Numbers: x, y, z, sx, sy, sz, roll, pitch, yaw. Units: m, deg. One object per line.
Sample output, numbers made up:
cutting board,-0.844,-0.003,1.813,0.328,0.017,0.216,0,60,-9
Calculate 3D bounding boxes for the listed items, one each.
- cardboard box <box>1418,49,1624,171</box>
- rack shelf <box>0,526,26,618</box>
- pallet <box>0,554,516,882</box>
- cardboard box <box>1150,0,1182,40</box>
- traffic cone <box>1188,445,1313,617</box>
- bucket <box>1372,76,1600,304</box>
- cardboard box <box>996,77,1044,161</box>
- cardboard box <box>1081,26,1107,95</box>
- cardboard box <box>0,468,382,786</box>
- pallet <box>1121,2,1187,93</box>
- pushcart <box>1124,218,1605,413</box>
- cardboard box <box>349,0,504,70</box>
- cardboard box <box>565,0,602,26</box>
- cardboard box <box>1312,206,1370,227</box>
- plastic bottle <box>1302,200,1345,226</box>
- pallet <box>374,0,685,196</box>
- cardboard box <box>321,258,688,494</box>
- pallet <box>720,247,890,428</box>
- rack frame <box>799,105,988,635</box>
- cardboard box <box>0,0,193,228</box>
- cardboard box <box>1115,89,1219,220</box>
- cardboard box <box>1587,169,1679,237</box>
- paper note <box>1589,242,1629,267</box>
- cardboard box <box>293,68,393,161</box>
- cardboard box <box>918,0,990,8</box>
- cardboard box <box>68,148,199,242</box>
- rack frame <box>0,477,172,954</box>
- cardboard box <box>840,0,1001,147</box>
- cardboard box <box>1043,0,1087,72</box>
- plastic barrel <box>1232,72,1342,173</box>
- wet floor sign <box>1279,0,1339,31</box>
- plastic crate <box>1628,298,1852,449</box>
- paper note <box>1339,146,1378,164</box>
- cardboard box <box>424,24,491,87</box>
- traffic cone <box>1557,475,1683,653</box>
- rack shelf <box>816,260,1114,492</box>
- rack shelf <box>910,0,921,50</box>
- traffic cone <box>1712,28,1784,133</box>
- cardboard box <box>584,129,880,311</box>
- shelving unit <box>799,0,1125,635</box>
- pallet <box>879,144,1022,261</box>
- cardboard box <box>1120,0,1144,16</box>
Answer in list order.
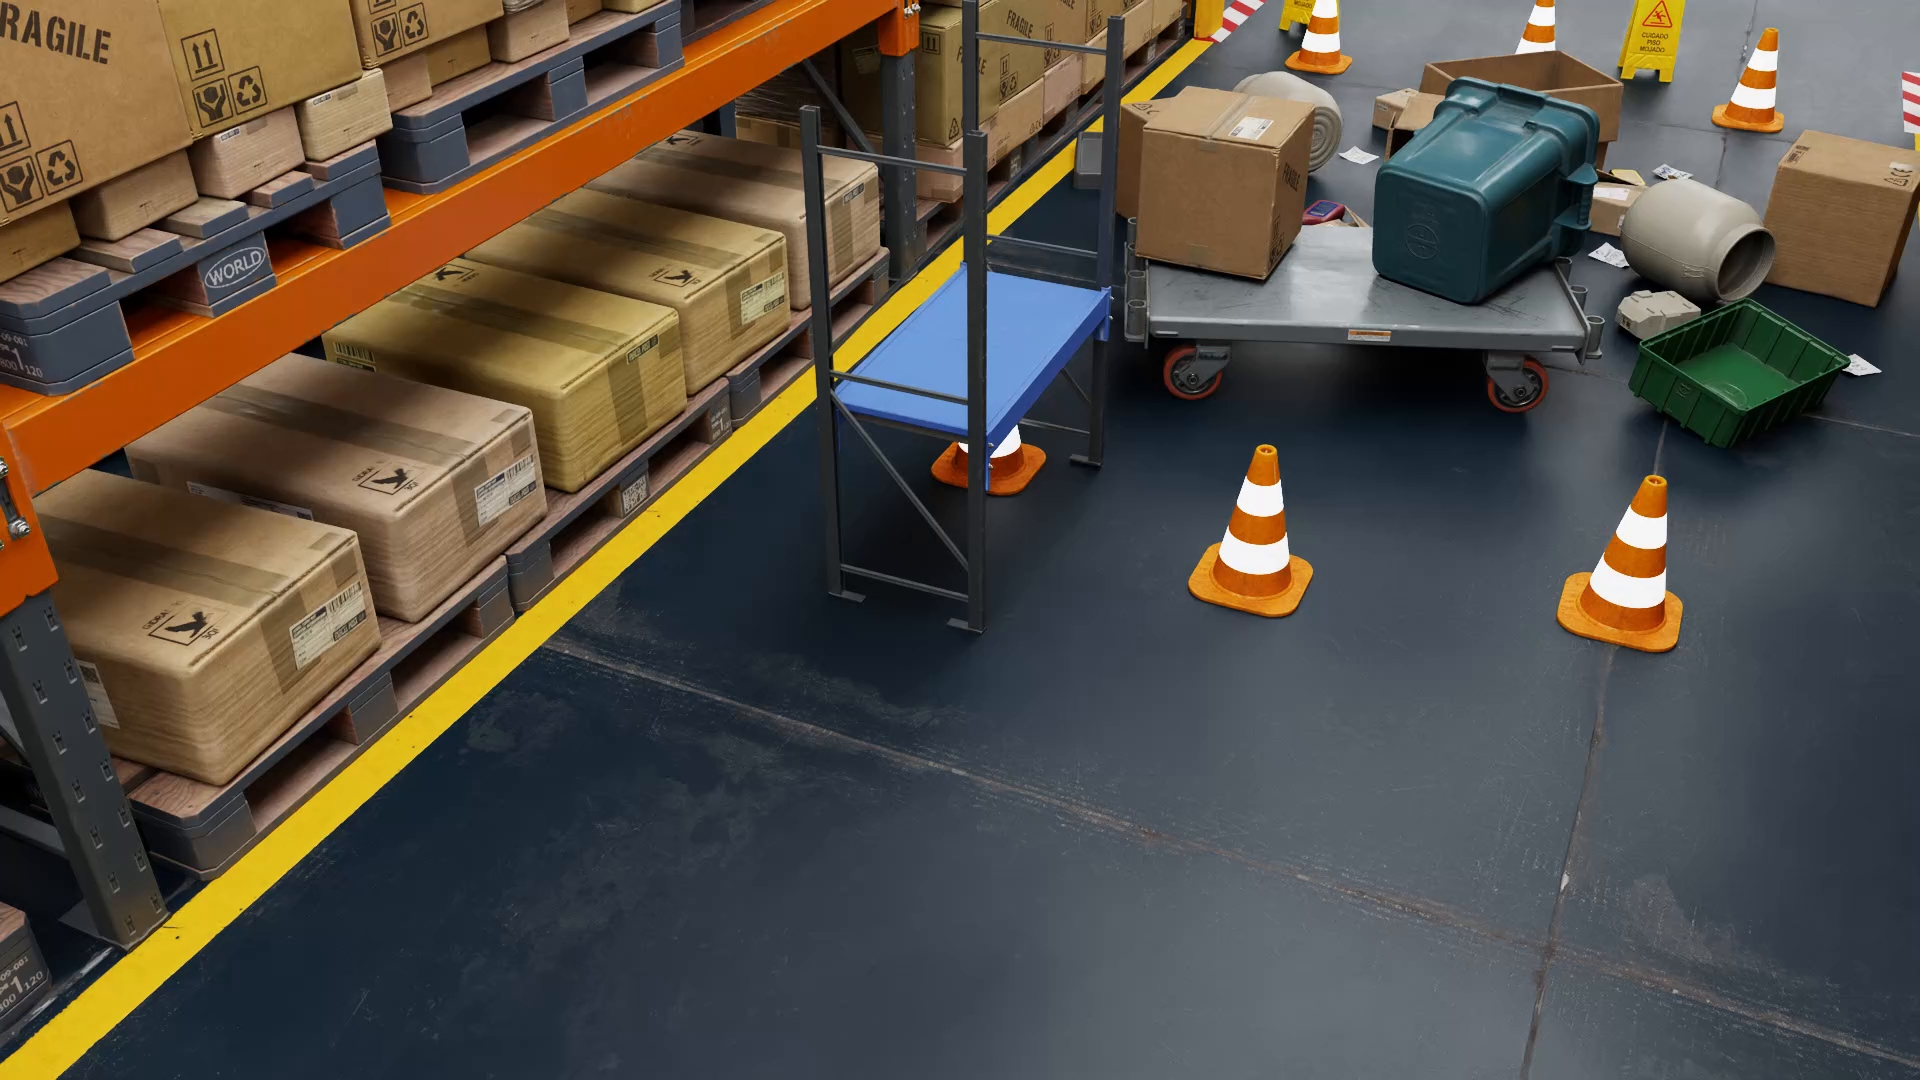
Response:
cardboard box,2.583,-1.937,7.746,0.797,0.503,0.637,-9,34,-13
rack shelf,-3.165,0.844,1.883,1.077,0.370,4.000,14,36,20
pallet,-2.000,0.325,4.562,1.003,0.211,1.213,14,36,20
cardboard box,0.915,-2.986,9.193,0.500,0.250,0.500,14,36,20
traffic cone,0.885,-0.071,4.937,0.336,0.463,0.334,14,36,20
bucket,1.846,-1.223,5.978,0.726,0.611,0.620,29,53,36
cardboard box,0.050,-1.971,7.645,0.500,0.250,0.500,16,37,23
cardboard box,0.487,-2.480,8.422,0.500,0.250,0.500,13,35,19
cardboard box,-2.083,0.192,4.236,0.950,0.372,0.625,12,35,17
pallet,0.615,-2.836,9.383,1.003,0.211,1.213,14,36,20
pushcart,1.437,-0.850,6.202,1.648,0.377,0.936,3,33,4
cardboard box,-1.502,-1.493,4.045,0.500,0.500,0.500,15,36,21
cardboard box,-1.263,-1.583,4.775,0.380,0.149,0.250,13,35,19
cardboard box,1.635,-1.215,6.860,0.258,0.266,0.396,-9,34,-13
plastic bottle,1.589,-1.428,7.373,0.133,0.061,0.283,21,39,28
pallet,-1.537,-1.368,4.775,1.003,0.211,1.213,14,36,20
cardboard box,-1.459,-0.554,5.373,0.950,0.372,0.625,15,36,22
pallet,-0.979,-0.890,6.416,1.003,0.211,1.213,14,36,20
rack frame,-0.164,-0.409,4.506,0.500,1.500,0.032,14,36,20
cardboard box,-1.930,-0.965,3.241,0.500,0.500,0.500,13,35,19
cardboard box,1.029,-1.622,7.265,0.500,0.500,0.500,-15,36,-21
cardboard box,2.930,-1.495,7.287,0.396,0.266,0.258,21,39,28
paper note,2.790,-1.211,7.076,0.172,0.023,0.155,29,43,36
cardboard box,-1.584,-1.033,3.937,0.380,0.149,0.250,14,36,21
cardboard box,-0.056,-2.336,6.926,0.380,0.149,0.250,15,36,21
cardboard box,-1.875,-0.775,3.543,0.380,0.149,0.250,12,35,18
rack frame,-2.328,-0.453,3.205,1.000,3.000,0.127,14,36,20
cardboard box,-0.163,-2.016,7.030,0.500,0.500,0.500,16,36,23
cardboard box,0.269,-2.543,7.834,0.500,0.500,0.500,16,37,23
plastic barrel,1.530,-1.983,7.889,0.421,0.421,0.512,-15,36,-21
wet floor sign,2.070,-3.301,9.696,0.267,0.644,0.232,29,43,36
plastic crate,2.766,-0.595,5.933,0.662,0.188,0.450,-21,49,-29
paper note,1.940,-1.874,8.091,0.148,0.019,0.142,29,43,36
cardboard box,-1.472,-1.321,4.375,0.380,0.149,0.250,16,36,22
traffic cone,1.951,0.023,4.793,0.336,0.463,0.334,14,36,20
rack shelf,0.042,-0.521,4.992,0.538,0.185,1.000,14,36,20
rack shelf,0.182,-3.140,7.959,1.077,0.370,4.000,14,36,20
traffic cone,4.045,-2.352,8.415,0.336,0.463,0.334,14,36,20
cardboard box,-0.872,-1.260,6.449,0.950,0.372,0.625,15,36,21
shelving unit,0.041,-0.671,4.892,0.538,1.500,1.048,14,36,20
pallet,-0.406,-1.621,7.530,1.003,0.211,1.213,14,36,20
cardboard box,0.705,-3.057,8.617,0.500,0.500,0.500,16,36,22
